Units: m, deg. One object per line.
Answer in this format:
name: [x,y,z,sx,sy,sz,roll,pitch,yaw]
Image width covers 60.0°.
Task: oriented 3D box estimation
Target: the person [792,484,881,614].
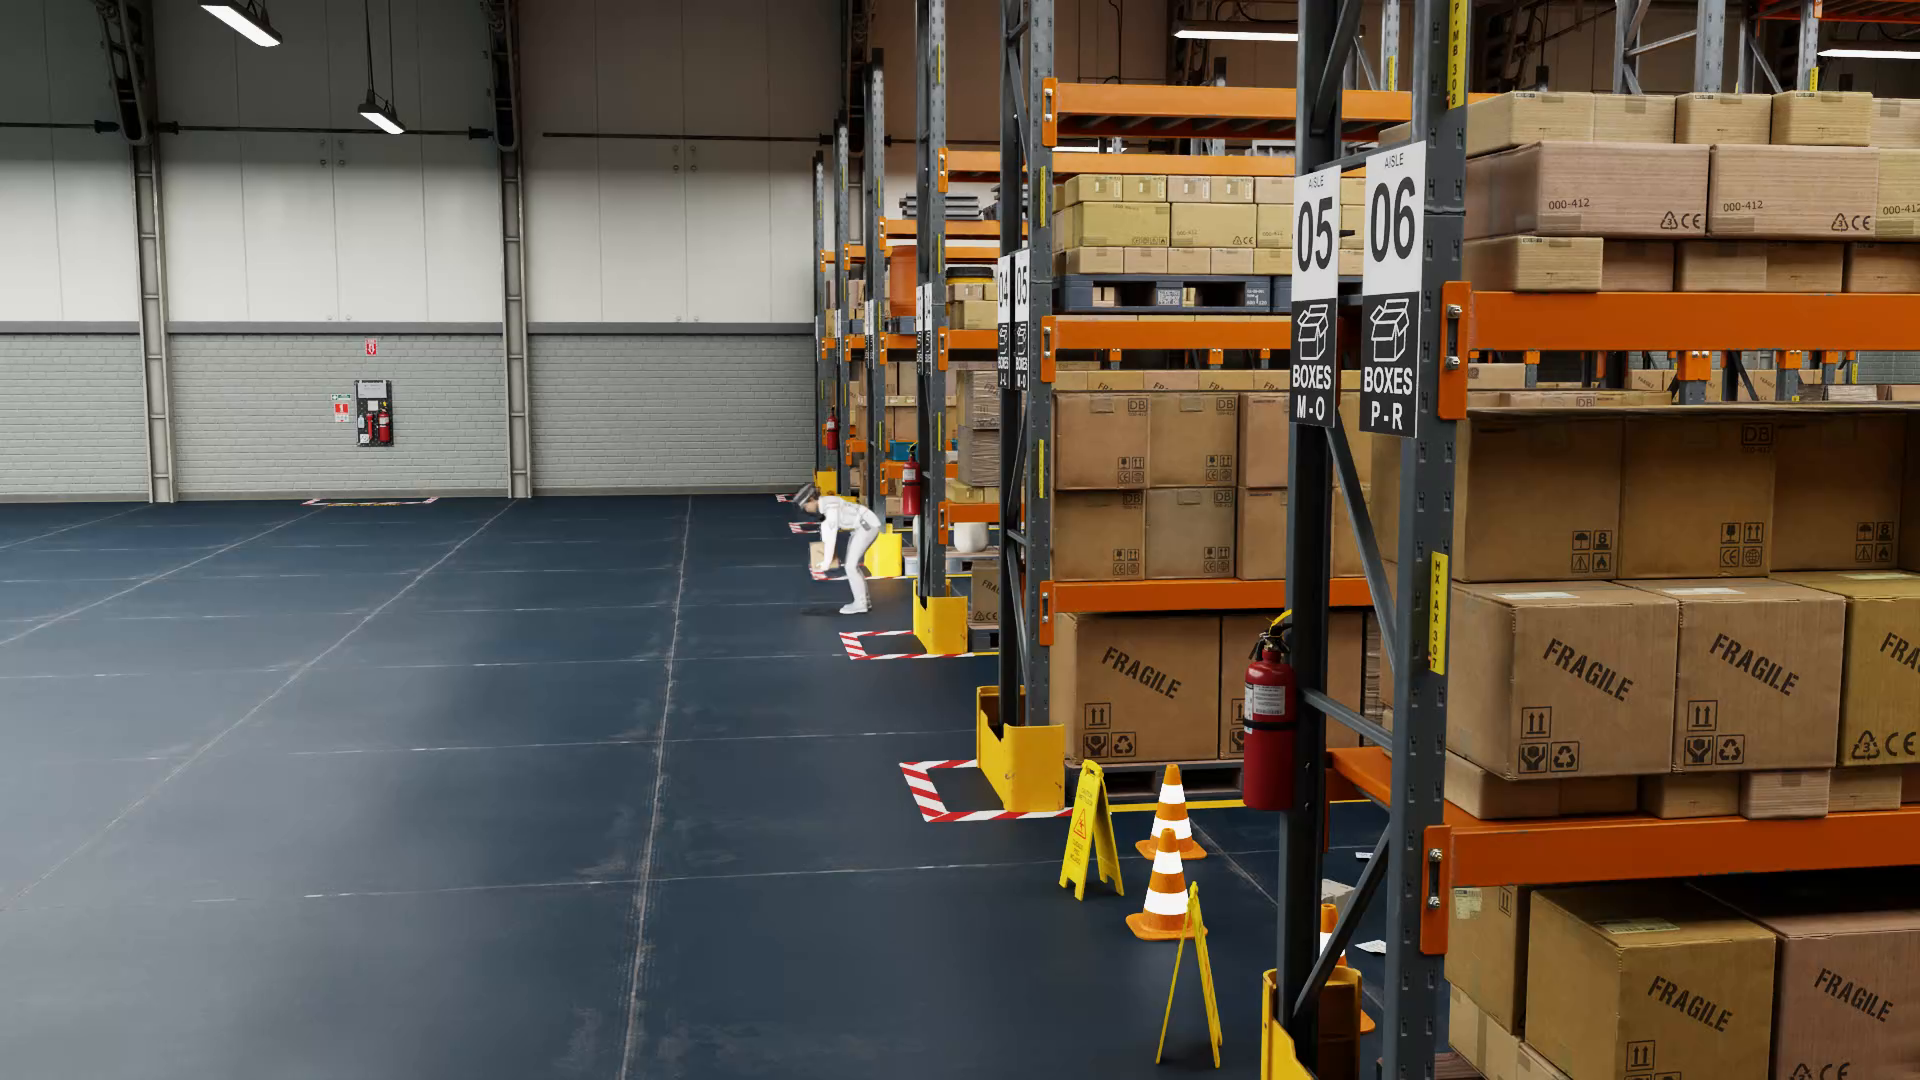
person: [-1.237,0.083,16.704,0.886,1.306,0.409,-1,7,-10]
